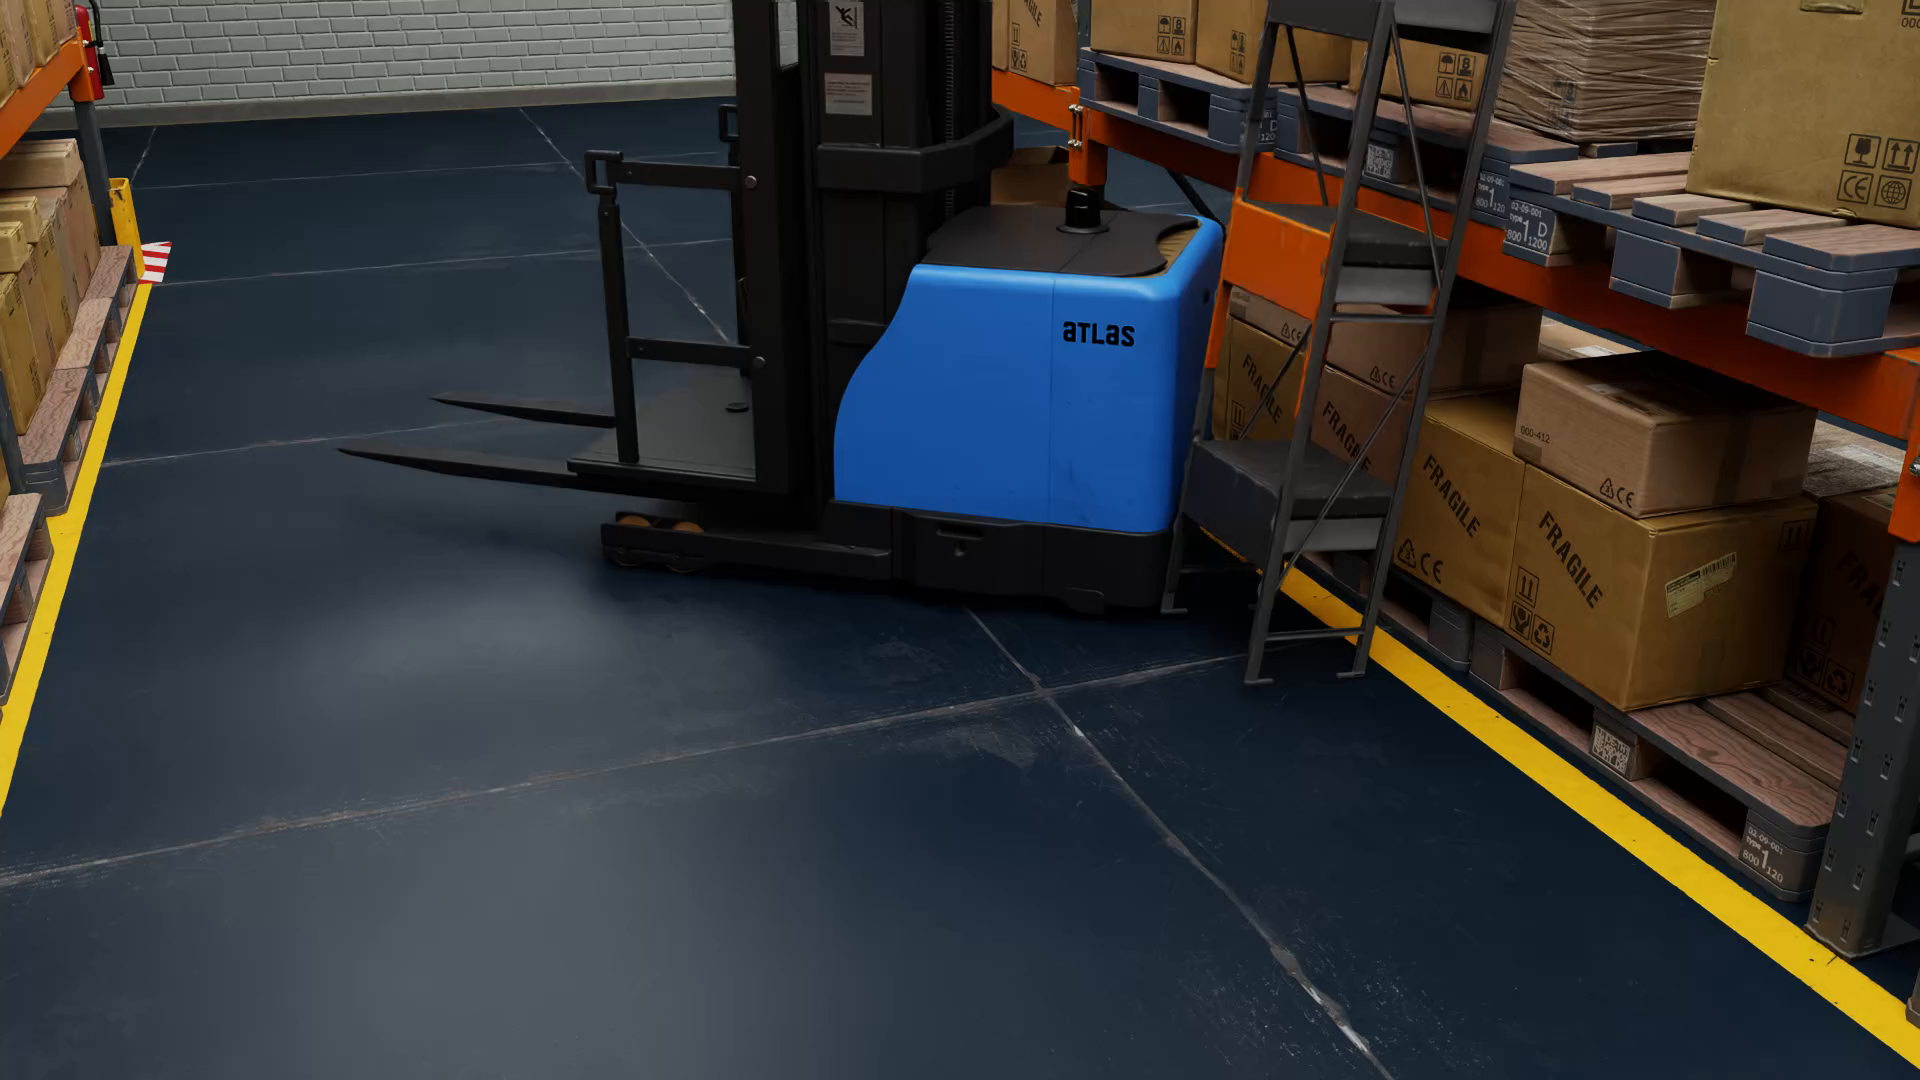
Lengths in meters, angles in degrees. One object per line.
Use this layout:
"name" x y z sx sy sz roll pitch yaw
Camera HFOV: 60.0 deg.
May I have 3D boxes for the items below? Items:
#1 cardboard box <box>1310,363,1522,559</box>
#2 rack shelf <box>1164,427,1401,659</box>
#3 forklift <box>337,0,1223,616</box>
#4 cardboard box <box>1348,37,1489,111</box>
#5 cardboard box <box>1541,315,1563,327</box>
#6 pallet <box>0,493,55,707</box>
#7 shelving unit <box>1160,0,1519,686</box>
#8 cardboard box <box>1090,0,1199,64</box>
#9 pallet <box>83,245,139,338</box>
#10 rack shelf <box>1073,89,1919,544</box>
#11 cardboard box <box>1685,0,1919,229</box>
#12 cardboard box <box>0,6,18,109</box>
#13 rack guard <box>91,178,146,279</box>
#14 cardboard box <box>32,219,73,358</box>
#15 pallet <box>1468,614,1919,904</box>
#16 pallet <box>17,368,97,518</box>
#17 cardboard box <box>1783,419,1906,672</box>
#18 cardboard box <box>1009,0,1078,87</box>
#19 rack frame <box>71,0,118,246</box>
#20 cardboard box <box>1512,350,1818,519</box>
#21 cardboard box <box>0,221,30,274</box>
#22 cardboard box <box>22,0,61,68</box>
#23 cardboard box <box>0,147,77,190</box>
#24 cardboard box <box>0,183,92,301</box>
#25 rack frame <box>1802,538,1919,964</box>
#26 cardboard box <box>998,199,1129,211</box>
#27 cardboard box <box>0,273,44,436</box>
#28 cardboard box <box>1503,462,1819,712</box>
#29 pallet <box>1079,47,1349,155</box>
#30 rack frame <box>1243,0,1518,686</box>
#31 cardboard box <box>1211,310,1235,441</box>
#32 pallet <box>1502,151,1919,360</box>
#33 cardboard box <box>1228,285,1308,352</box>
"cardboard box" 1.437 -0.297 5.244 0.500 0.500 0.500 -9 25 -21
"rack shelf" 0.927 -0.004 4.817 0.431 0.518 0.480 -2 23 -23
"forklift" -0.686 -1.429 5.367 3.031 2.935 1.130 7 24 15
"cardboard box" 1.629 -1.620 5.062 0.700 0.500 0.500 -15 27 -32
"cardboard box" 1.733 -0.562 5.873 0.500 0.500 0.500 -8 24 -18
"pallet" -3.343 0.222 4.951 1.003 0.211 1.213 -8 24 -19
"shelving unit" 1.012 -0.666 4.566 0.431 2.100 0.503 -2 23 -23
"cardboard box" 0.905 -2.051 6.084 0.700 0.500 0.500 -18 29 -36
"pallet" -4.743 -1.221 8.376 1.003 0.211 1.213 -8 24 -19
"rack shelf" 1.654 -0.956 5.082 1.077 0.370 4.000 -8 24 -19
"cardboard box" 2.032 -1.013 3.623 0.700 0.500 0.500 -18 29 -36
"cardboard box" -4.115 -1.936 6.096 0.980 0.700 0.700 -9 24 -20
"rack guard" -5.107 -1.643 9.005 1.175 0.500 0.348 -8 24 -19
"cardboard box" -4.208 -1.030 7.010 0.700 0.500 0.500 -8 24 -18
"pallet" 2.132 0.448 4.415 1.003 0.211 1.213 -8 24 -19
"pallet" -3.881 -0.335 6.273 1.003 0.211 1.213 -8 24 -19
"cardboard box" 2.277 -0.005 4.553 0.500 0.500 0.500 -9 25 -21
"cardboard box" 0.531 -2.206 6.994 0.500 0.500 0.500 -8 24 -18
"rack frame" -5.099 -2.786 8.499 1.000 3.000 0.127 -8 24 -19
"cardboard box" 1.786 -0.284 4.249 0.500 0.250 0.500 -7 24 -17
"cardboard box" -3.804 -1.109 6.361 0.380 0.149 0.250 -8 24 -17
"cardboard box" -4.642 -2.478 7.380 0.980 0.700 0.700 -9 24 -19
"cardboard box" -4.451 -1.772 7.934 0.380 0.149 0.250 -8 24 -18
"cardboard box" -4.581 -1.406 7.900 0.700 0.500 0.500 -8 24 -19
"rack frame" 2.360 -0.561 3.218 1.000 3.000 0.127 -8 24 -19
"cardboard box" 0.481 -1.233 7.465 0.500 0.500 0.500 -8 24 -19
"cardboard box" -3.854 -0.660 6.132 0.700 0.500 0.500 -8 24 -18
"cardboard box" 1.810 0.081 4.348 0.500 0.500 0.500 -7 24 -17
"pallet" 1.127 -1.620 5.979 1.003 0.211 1.213 -8 24 -19
"rack frame" 1.105 -0.576 4.359 0.400 2.100 0.015 -2 23 -23
"cardboard box" 1.089 -0.663 6.114 0.500 0.500 0.500 -8 24 -18
"pallet" 2.055 -0.709 3.817 1.213 0.211 1.003 -8 24 -19
"cardboard box" 1.243 -0.838 5.562 0.500 0.250 0.500 -8 24 -19
